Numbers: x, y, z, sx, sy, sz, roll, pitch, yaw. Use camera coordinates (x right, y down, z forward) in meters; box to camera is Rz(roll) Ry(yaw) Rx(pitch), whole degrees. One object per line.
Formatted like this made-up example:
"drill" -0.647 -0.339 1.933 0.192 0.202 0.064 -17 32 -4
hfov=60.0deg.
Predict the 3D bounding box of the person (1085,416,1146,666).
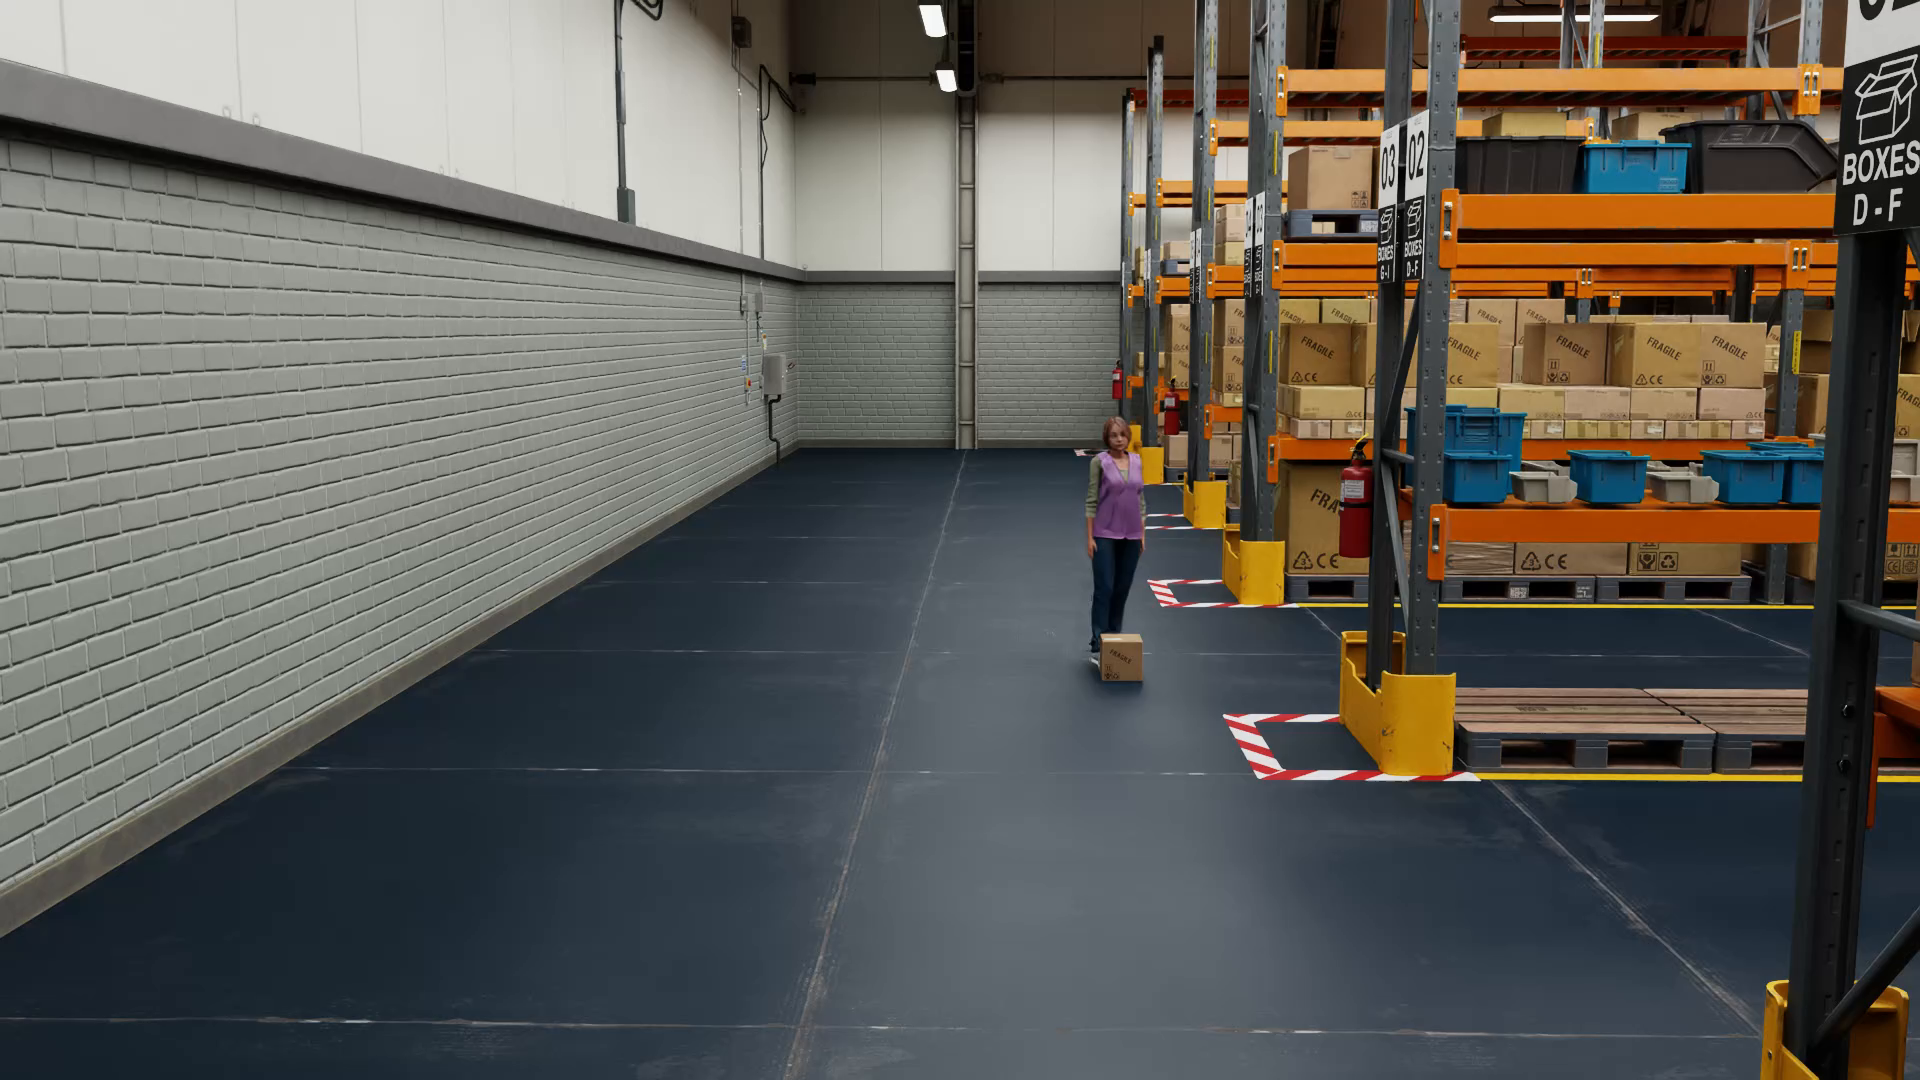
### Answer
"person" 1.034 0.005 10.711 0.437 1.601 0.522 -3 8 -21
